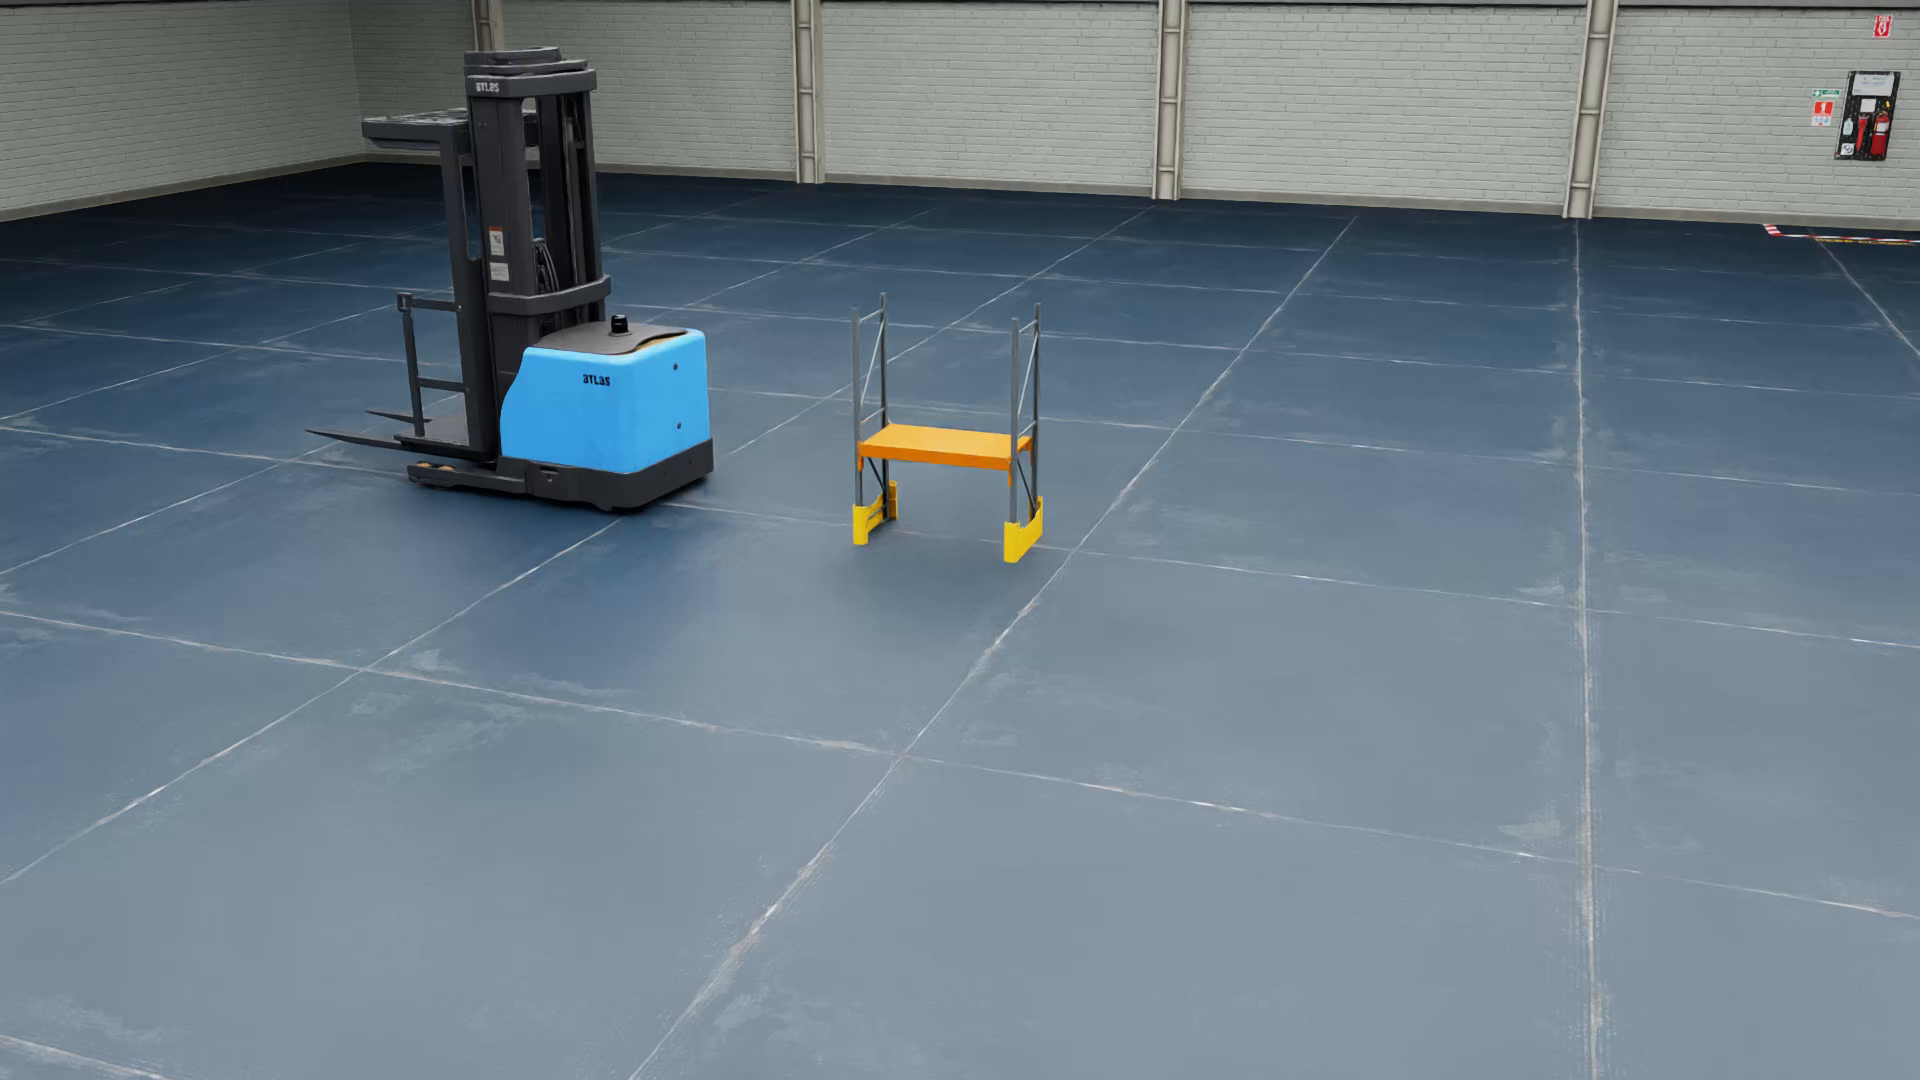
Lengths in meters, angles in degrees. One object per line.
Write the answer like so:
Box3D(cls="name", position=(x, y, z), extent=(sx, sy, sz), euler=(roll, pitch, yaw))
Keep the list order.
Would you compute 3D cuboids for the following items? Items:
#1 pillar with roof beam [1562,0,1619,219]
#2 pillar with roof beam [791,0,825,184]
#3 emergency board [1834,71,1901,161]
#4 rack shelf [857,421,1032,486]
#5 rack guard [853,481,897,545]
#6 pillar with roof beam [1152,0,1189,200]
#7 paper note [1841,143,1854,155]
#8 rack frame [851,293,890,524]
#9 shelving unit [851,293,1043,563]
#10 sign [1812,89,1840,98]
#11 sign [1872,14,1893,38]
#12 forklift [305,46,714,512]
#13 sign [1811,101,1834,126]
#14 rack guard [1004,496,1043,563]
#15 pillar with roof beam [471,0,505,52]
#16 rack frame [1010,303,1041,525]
Box3D(cls="pillar with roof beam", position=(7.450, -7.552, 18.569), extent=(0.400, 9.000, 9.100), euler=(7, 20, 18))
Box3D(cls="pillar with roof beam", position=(-3.885, -8.848, 22.288), extent=(0.400, 9.000, 9.100), euler=(7, 20, 18))
Box3D(cls="emergency board", position=(12.209, -5.688, 22.337), extent=(0.643, 1.169, 0.194), euler=(7, 20, 18))
Box3D(cls="rack shelf", position=(-0.081, -0.548, 10.415), extent=(1.000, 0.185, 0.538), euler=(7, 20, 18))
Box3D(cls="rack guard", position=(-0.542, -0.180, 10.713), extent=(0.087, 0.250, 0.587), euler=(7, 20, 18))
Box3D(cls="pillar with roof beam", position=(1.782, -8.200, 20.428), extent=(0.400, 9.000, 9.100), euler=(7, 20, 18))
Box3D(cls="paper note", position=(12.064, -5.313, 22.598), extent=(0.142, 0.148, 0.016), euler=(7, 20, 18))
Box3D(cls="rack frame", position=(-0.561, -0.772, 10.513), extent=(0.032, 1.500, 0.500), euler=(7, 20, 18))
Box3D(cls="shelving unit", position=(-0.072, -0.716, 10.353), extent=(1.083, 1.500, 0.587), euler=(7, 20, 18))
Box3D(cls="sign", position=(11.722, -6.044, 22.498), extent=(0.331, 0.109, 0.001), euler=(7, 20, 18))
Box3D(cls="sign", position=(12.234, -6.815, 22.047), extent=(0.199, 0.298, 0.001), euler=(7, 20, 18))
Box3D(cls="forklift", position=(-3.304, -1.879, 11.514), extent=(3.031, 2.935, 1.130), euler=(9, 21, 23))
Box3D(cls="sign", position=(11.720, -5.797, 22.594), extent=(0.234, 0.329, 0.001), euler=(7, 20, 18))
Box3D(cls="rack guard", position=(0.398, -0.072, 10.404), extent=(0.087, 0.250, 0.587), euler=(7, 20, 18))
Box3D(cls="pillar with roof beam", position=(-9.553, -9.496, 24.147), extent=(0.400, 9.000, 9.100), euler=(7, 20, 18))
Box3D(cls="rack frame", position=(0.400, -0.663, 10.198), extent=(0.032, 1.500, 0.500), euler=(7, 20, 18))
